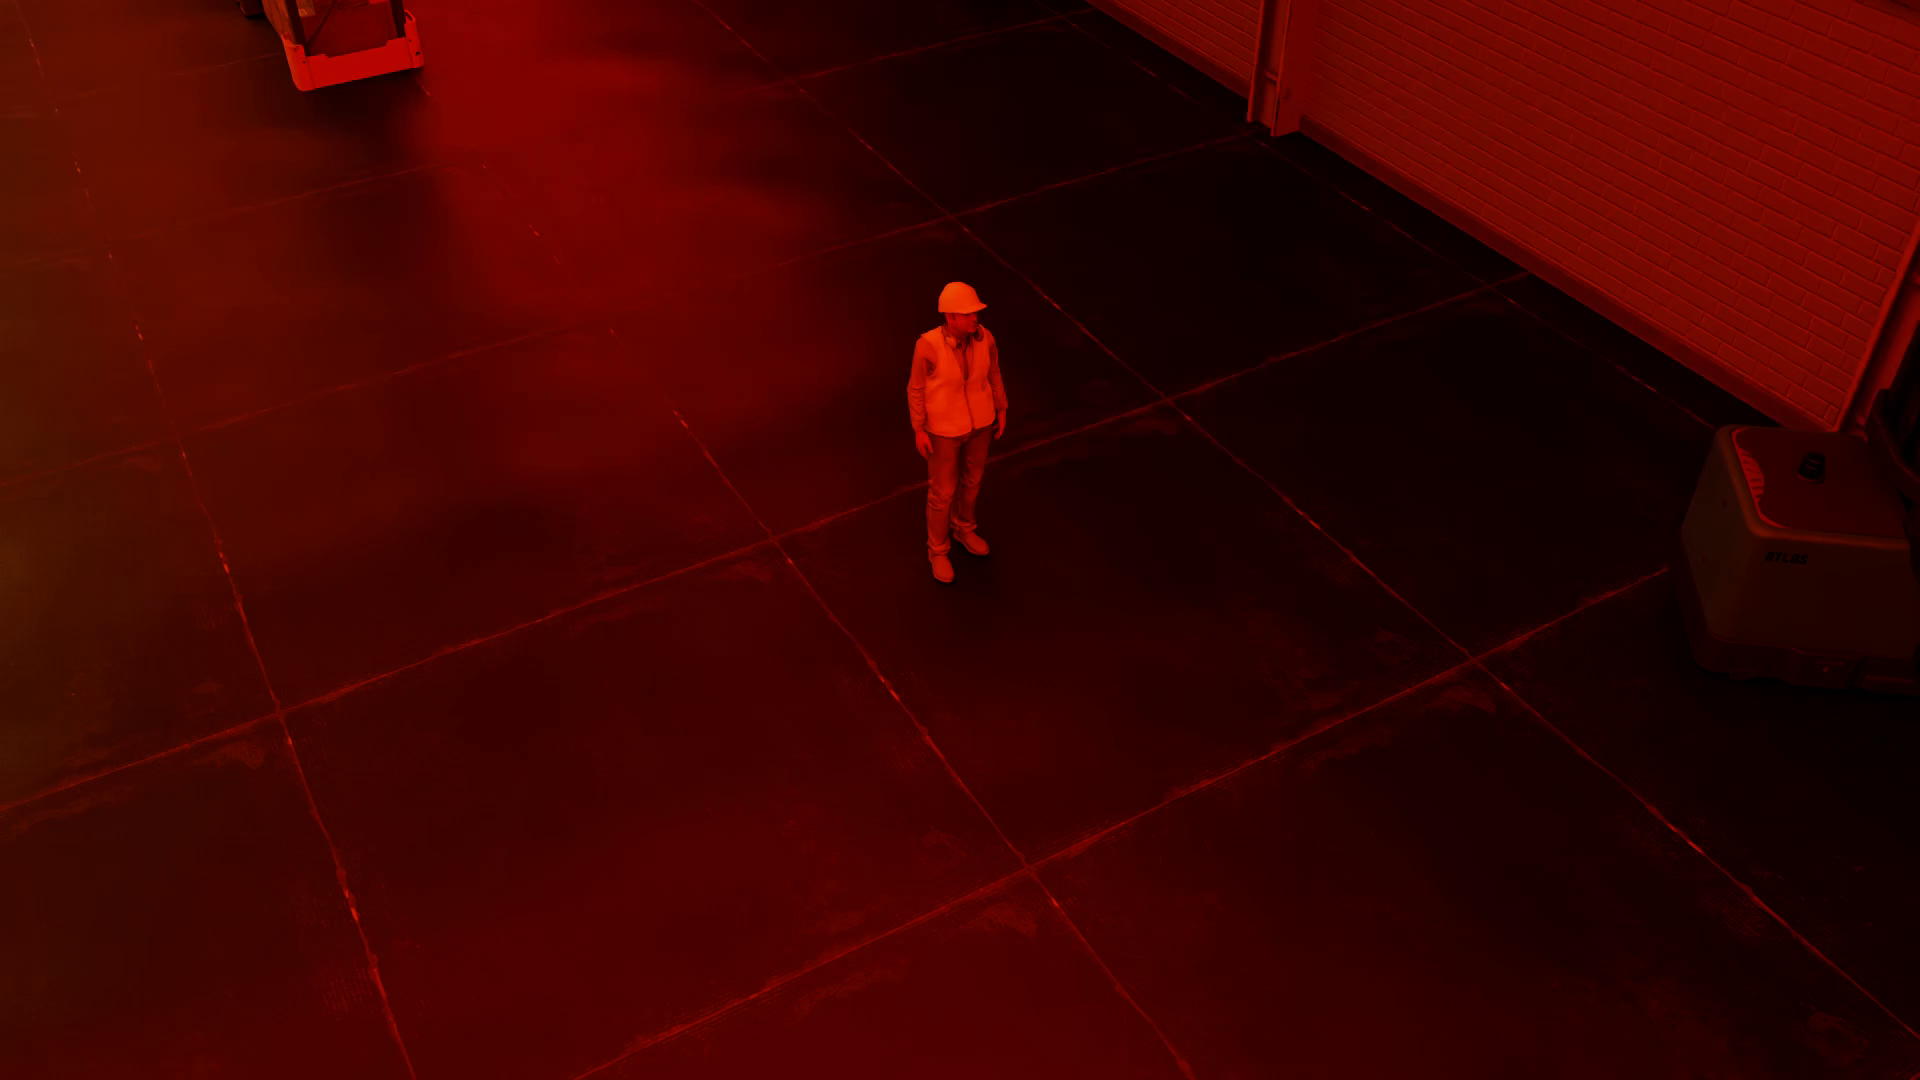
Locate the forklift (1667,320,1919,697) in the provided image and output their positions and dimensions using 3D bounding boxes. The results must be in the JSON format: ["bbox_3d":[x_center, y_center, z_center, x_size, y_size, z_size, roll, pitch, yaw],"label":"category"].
[{"bbox_3d":[5.712,-0.524,8.668,3.031,2.935,1.130,6,40,7],"label":"forklift"}]

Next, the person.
[{"bbox_3d":[0.025,-0.652,9.716,0.634,1.775,0.566,-20,44,-23],"label":"person"}]
